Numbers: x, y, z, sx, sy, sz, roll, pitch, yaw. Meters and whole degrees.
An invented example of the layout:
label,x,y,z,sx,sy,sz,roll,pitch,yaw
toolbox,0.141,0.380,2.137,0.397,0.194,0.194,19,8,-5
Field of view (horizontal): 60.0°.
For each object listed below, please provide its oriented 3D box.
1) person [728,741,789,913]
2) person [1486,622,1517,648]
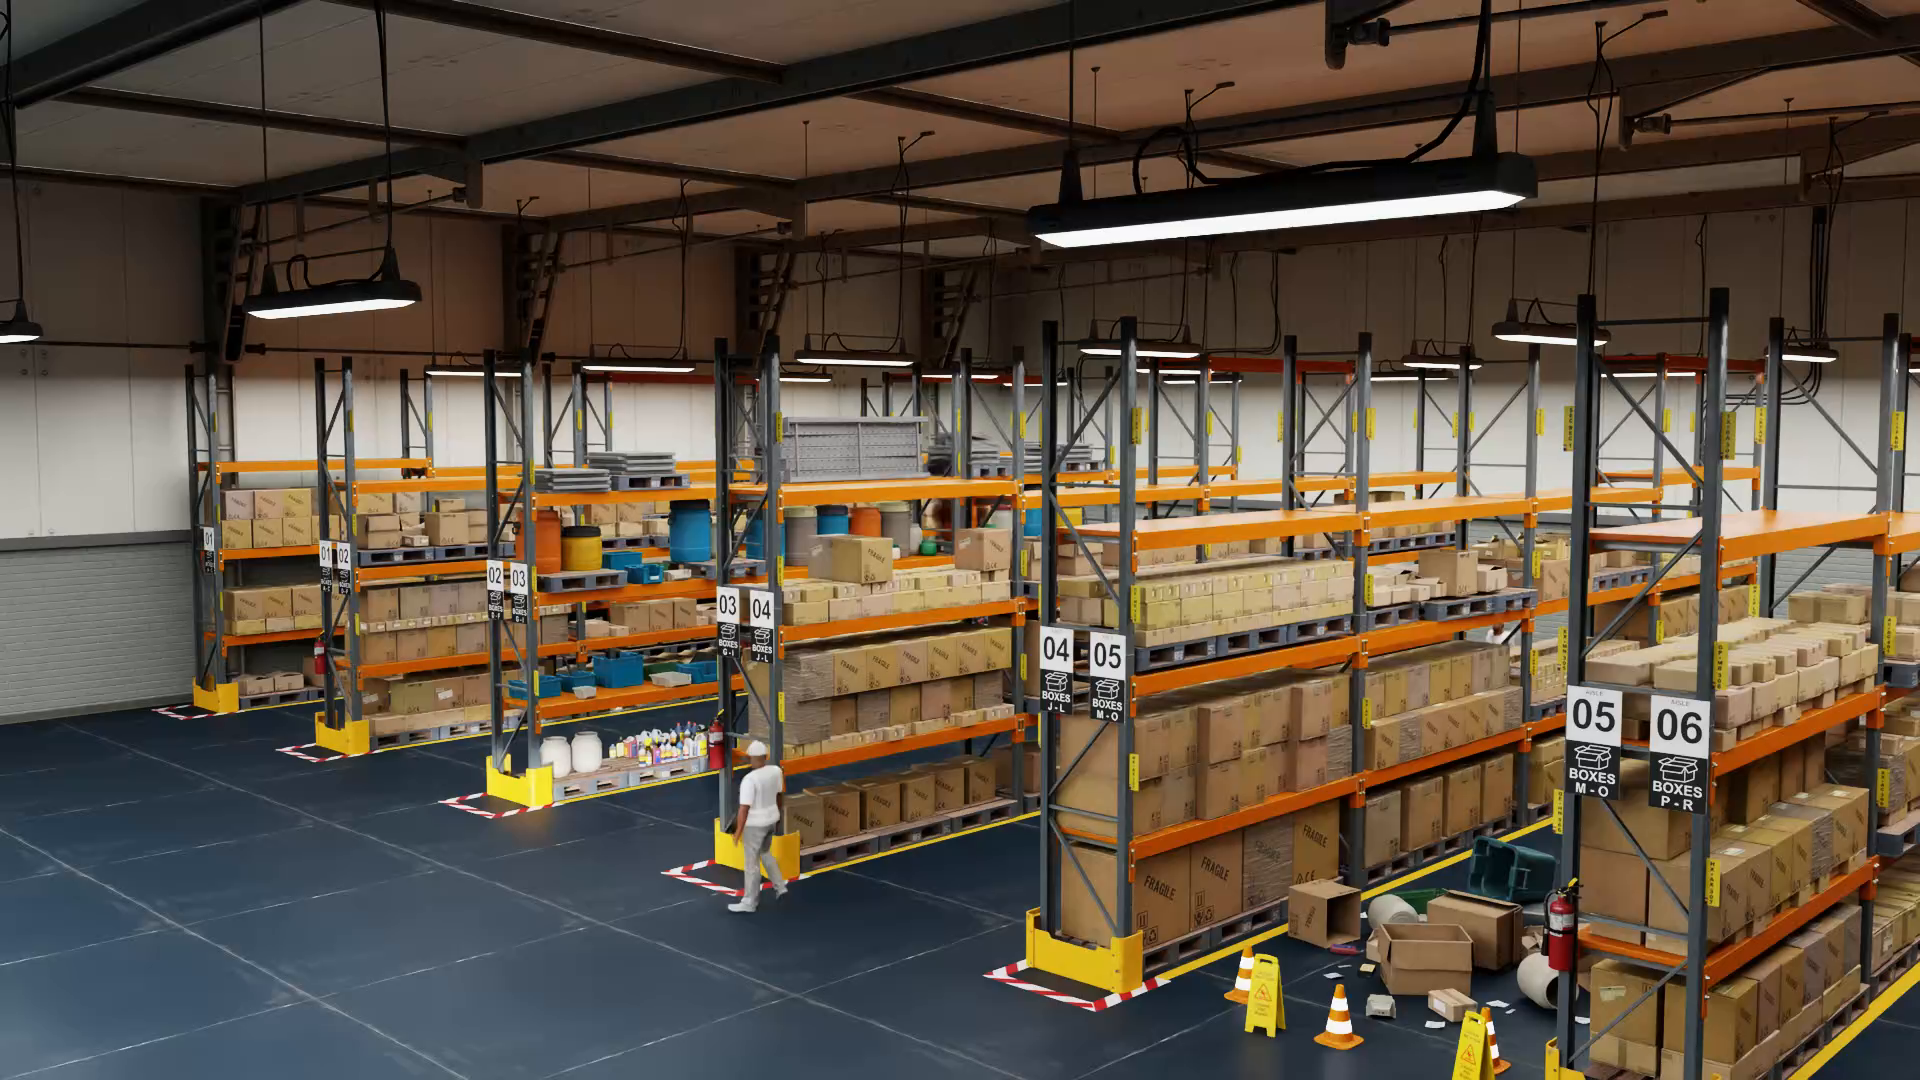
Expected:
label,x,y,z,sx,sy,sz,roll,pitch,yaw
person,-2.090,2.949,17.273,0.507,1.766,0.652,2,5,25
person,9.152,2.141,28.251,0.617,1.766,0.613,3,5,30
